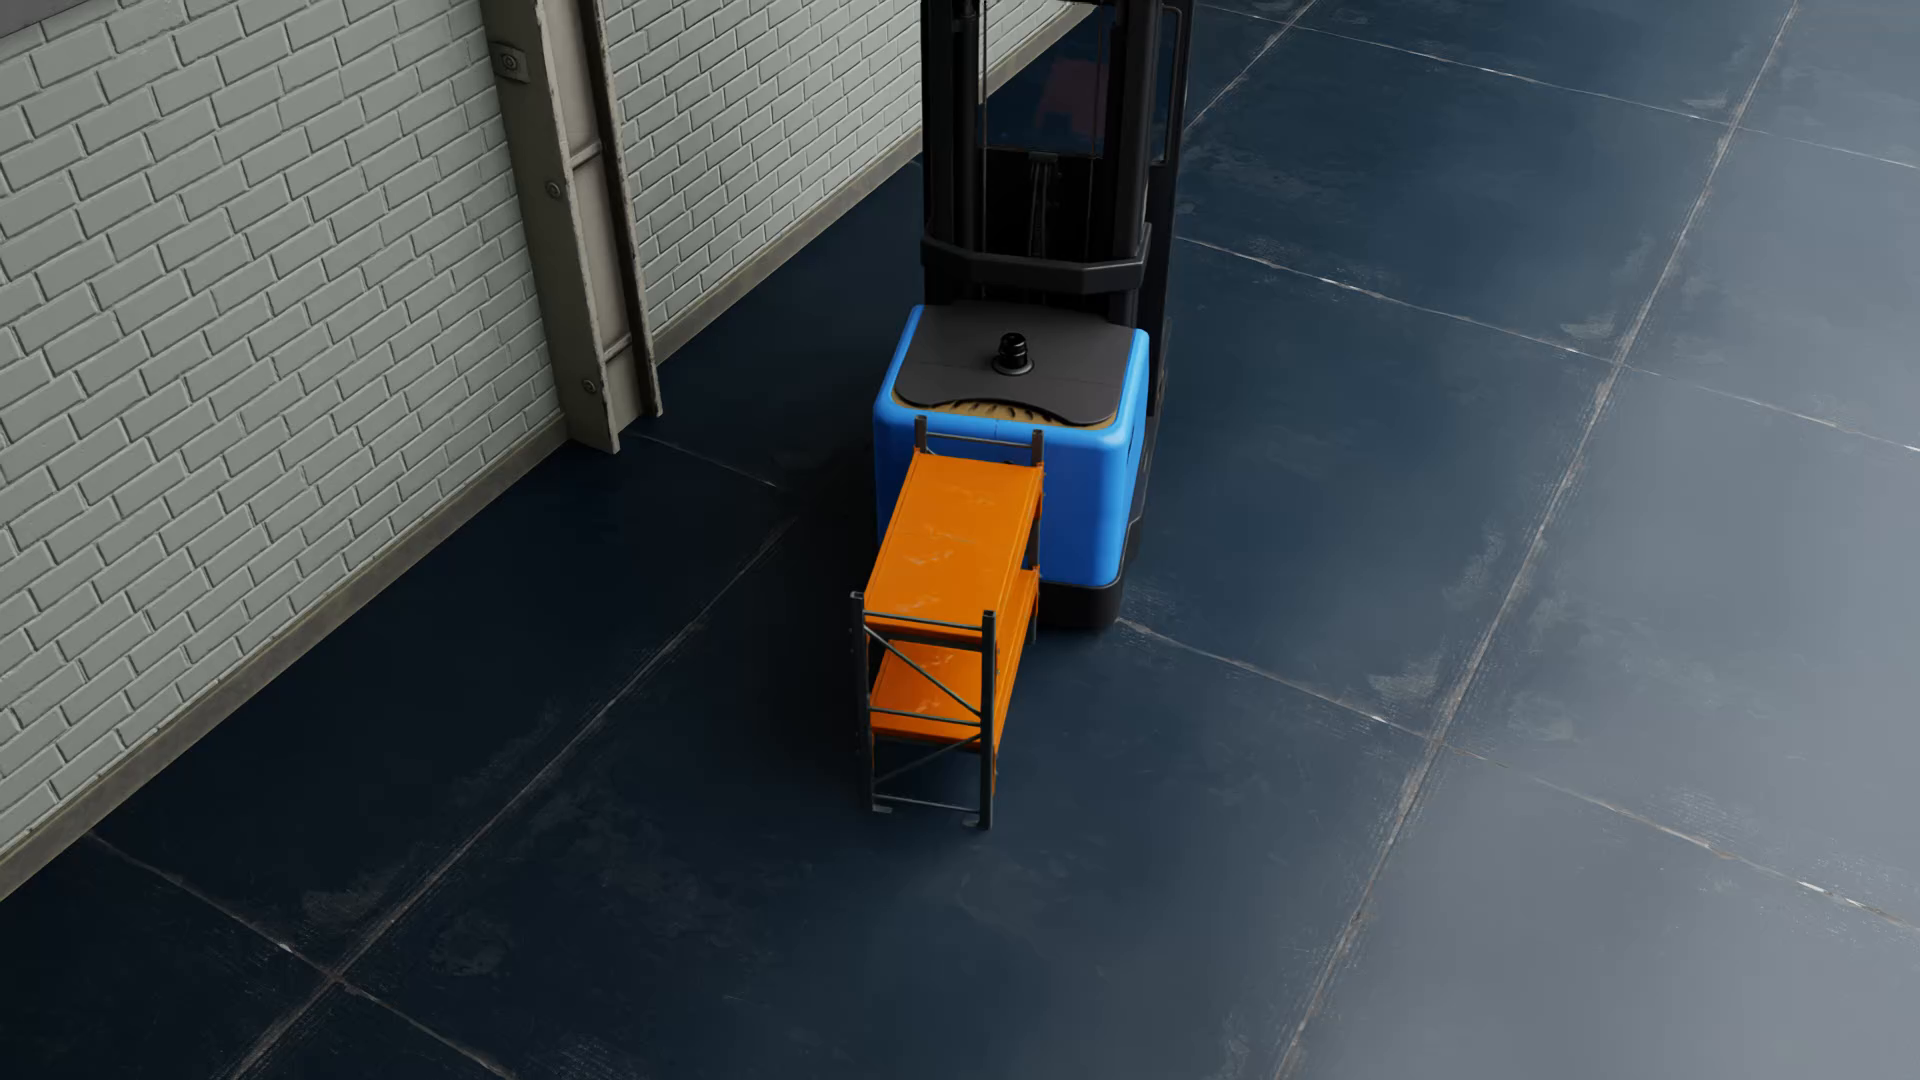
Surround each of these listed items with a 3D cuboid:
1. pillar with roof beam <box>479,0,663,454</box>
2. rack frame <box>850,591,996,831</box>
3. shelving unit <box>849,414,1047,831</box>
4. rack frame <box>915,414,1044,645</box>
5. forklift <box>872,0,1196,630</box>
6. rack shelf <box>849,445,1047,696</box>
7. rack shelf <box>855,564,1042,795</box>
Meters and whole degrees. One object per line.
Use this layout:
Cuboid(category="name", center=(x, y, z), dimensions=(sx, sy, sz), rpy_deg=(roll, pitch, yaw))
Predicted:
Cuboid(category="pillar with roof beam", center=(2.019, -2.529, 3.629), dimensions=(9.100, 9.000, 0.400), rpy_deg=(21, 45, 22))
Cuboid(category="rack frame", center=(-0.126, 0.638, 5.989), dimensions=(0.500, 1.125, 0.032), rpy_deg=(8, 42, 8))
Cuboid(category="shelving unit", center=(-0.026, 0.309, 6.363), dimensions=(0.538, 1.125, 1.048), rpy_deg=(8, 42, 8))
Cuboid(category="rack frame", center=(0.074, -0.020, 6.737), dimensions=(0.500, 1.125, 0.032), rpy_deg=(8, 42, 8))
Cuboid(category="forklift", center=(0.432, -1.701, 7.279), dimensions=(1.130, 2.935, 3.031), rpy_deg=(8, 42, 8))
Cuboid(category="rack shelf", center=(-0.026, 0.089, 6.170), dimensions=(0.538, 0.278, 1.000), rpy_deg=(8, 42, 8))
Cuboid(category="rack shelf", center=(-0.026, 0.493, 6.525), dimensions=(0.538, 0.278, 1.000), rpy_deg=(8, 42, 8))
